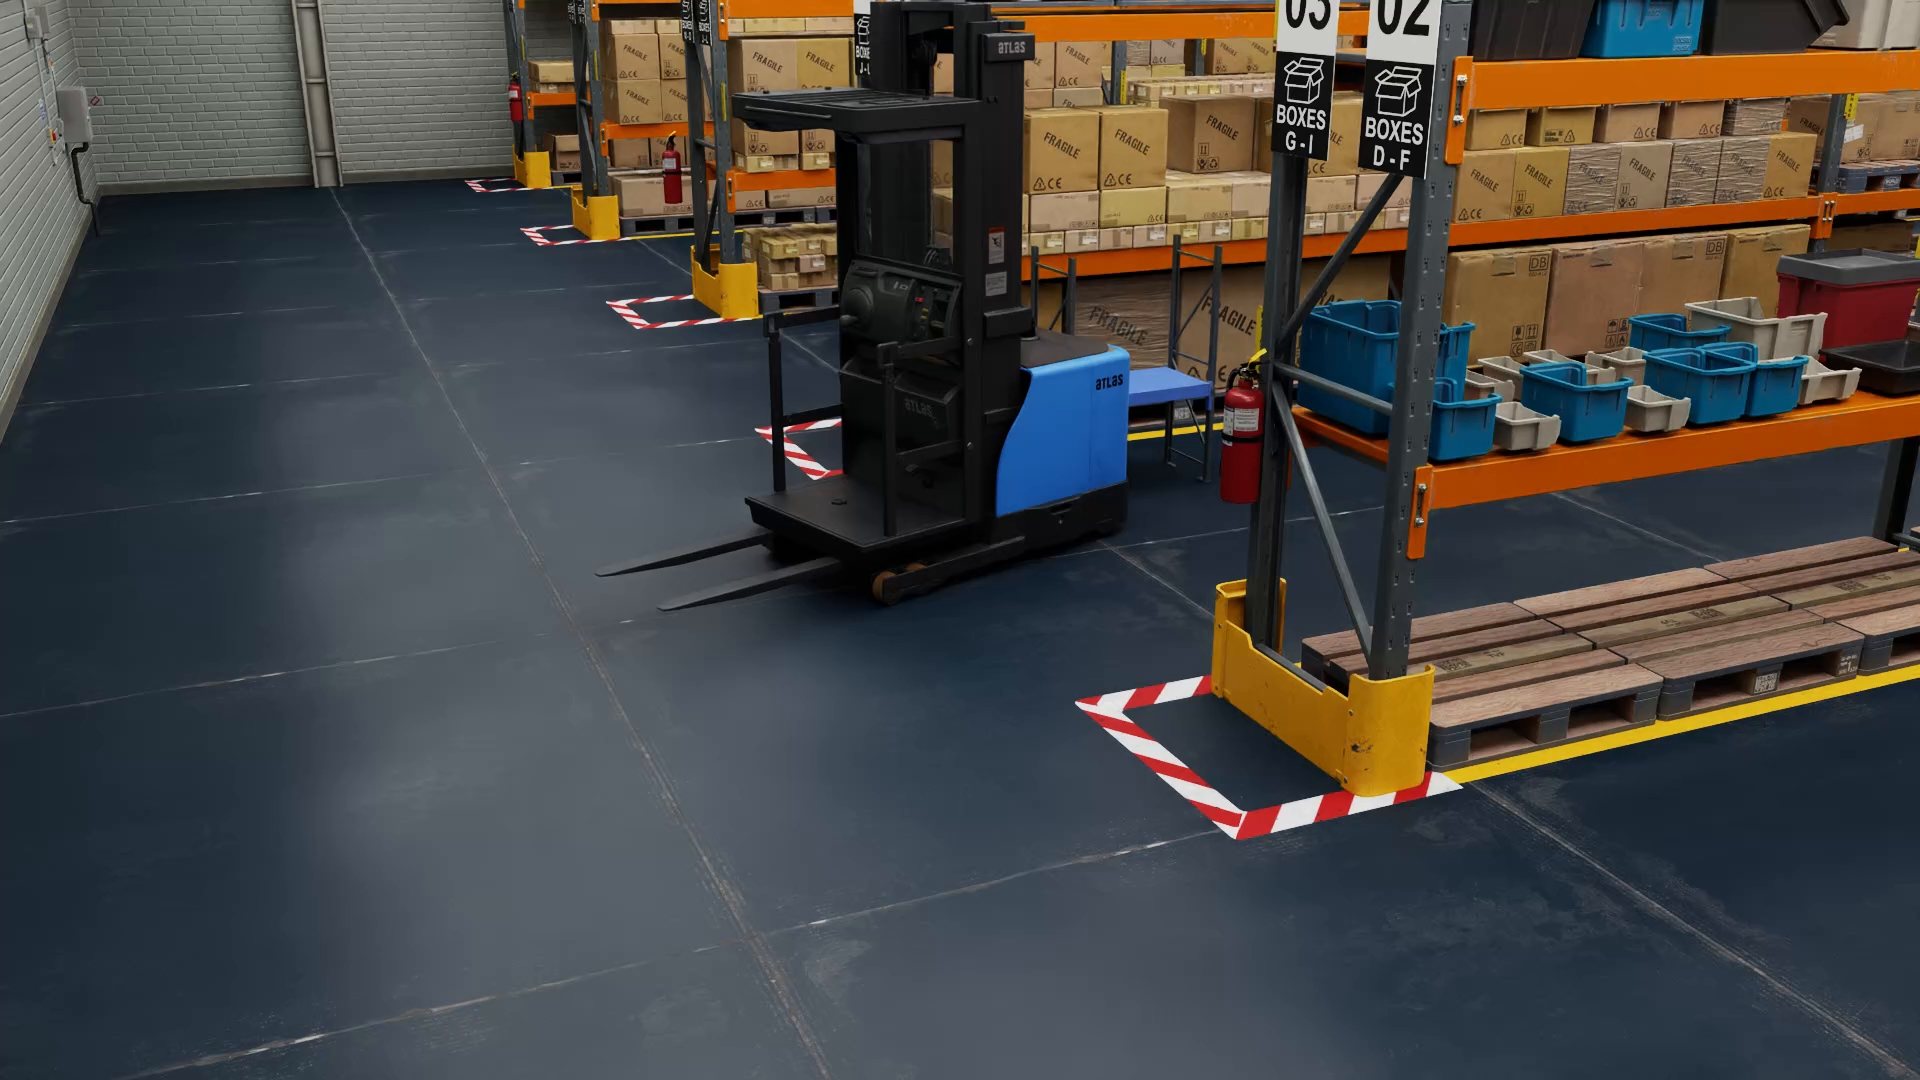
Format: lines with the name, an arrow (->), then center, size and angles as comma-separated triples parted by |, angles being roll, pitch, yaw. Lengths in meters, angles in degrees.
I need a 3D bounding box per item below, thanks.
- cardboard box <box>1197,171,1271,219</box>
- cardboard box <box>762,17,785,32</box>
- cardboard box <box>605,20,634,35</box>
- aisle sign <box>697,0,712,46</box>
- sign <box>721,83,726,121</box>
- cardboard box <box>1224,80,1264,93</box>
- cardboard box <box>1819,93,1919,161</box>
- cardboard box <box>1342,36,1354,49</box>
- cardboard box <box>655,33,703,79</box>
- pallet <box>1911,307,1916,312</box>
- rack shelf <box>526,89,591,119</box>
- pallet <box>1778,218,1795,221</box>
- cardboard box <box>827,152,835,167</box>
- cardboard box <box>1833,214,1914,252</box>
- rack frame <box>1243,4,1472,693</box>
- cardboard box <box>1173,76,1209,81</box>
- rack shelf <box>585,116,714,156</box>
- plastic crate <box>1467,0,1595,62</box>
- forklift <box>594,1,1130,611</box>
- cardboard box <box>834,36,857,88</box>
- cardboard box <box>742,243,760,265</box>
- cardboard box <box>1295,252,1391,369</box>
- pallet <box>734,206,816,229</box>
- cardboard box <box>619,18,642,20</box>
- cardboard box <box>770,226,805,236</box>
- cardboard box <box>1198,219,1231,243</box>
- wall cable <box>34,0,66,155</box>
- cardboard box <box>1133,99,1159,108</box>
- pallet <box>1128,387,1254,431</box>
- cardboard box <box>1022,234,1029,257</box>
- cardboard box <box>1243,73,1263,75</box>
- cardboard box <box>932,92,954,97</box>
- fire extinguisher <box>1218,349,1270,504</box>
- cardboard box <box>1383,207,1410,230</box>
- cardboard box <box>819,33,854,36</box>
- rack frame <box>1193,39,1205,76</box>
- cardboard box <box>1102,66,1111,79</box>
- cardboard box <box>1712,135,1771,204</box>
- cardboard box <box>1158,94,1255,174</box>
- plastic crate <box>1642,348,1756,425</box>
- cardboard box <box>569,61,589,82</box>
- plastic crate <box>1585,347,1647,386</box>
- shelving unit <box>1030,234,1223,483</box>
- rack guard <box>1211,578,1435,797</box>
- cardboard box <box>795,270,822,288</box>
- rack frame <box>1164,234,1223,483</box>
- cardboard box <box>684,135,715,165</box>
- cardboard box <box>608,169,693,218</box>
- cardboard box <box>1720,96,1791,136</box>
cardboard box -> 1.995, -2.424, 11.668 | 0.500, 0.250, 0.500 | -8, 21, -21
cardboard box -> -2.262, -6.152, 19.845 | 0.250, 0.149, 0.380 | -8, 21, -22
cardboard box -> -3.924, -5.911, 19.162 | 0.250, 0.149, 0.380 | -8, 21, -21
aisle sign -> -2.254, -4.753, 14.591 | 0.004, 0.787, 0.394 | -8, 21, -22
sign -> -2.091, -3.871, 14.696 | 0.005, 0.325, 0.100 | -8, 21, -22
cardboard box -> 2.866, -4.564, 16.817 | 0.250, 0.149, 0.380 | -8, 21, -22
cardboard box -> 7.865, -3.587, 14.411 | 0.500, 0.500, 0.700 | -5, 20, -14
cardboard box -> 5.395, -6.826, 23.162 | 0.500, 0.500, 0.500 | -7, 21, -20
cardboard box -> -3.334, -5.690, 19.508 | 0.500, 0.500, 0.500 | -9, 21, -23
pallet -> 8.748, -2.101, 15.171 | 1.213, 0.211, 1.003 | -8, 21, -22
rack shelf -> -4.492, -6.561, 24.724 | 4.000, 0.370, 1.077 | -8, 21, -22
pallet -> 9.442, -3.968, 20.473 | 1.213, 0.211, 1.003 | -8, 21, -22
cardboard box -> -1.209, -3.593, 15.589 | 0.250, 0.149, 0.380 | -7, 21, -19
cardboard box -> 7.998, -2.707, 14.666 | 0.500, 0.250, 0.500 | -6, 20, -16
rack frame -> 1.528, -0.592, 6.687 | 0.127, 3.000, 1.000 | -8, 21, -22
cardboard box -> 2.384, -4.731, 17.291 | 0.250, 0.149, 0.380 | -8, 21, -22
rack shelf -> -2.523, -5.048, 20.426 | 4.000, 0.370, 1.077 | -8, 21, -22
plastic crate -> 1.992, -1.911, 6.113 | 0.590, 0.269, 0.497 | -8, 21, -22
forklift -> -0.476, -1.248, 8.653 | 3.031, 2.935, 1.130 | -16, 25, -38
cardboard box -> -0.841, -4.395, 15.385 | 0.500, 0.500, 0.500 | -9, 21, -23
cardboard box -> -1.934, -2.778, 16.109 | 0.250, 0.149, 0.380 | -9, 21, -23
cardboard box -> 2.601, -1.762, 12.577 | 0.875, 0.875, 0.875 | -8, 21, -22
pallet -> -2.537, -4.097, 20.841 | 1.213, 0.211, 1.003 | -8, 21, -22
cardboard box -> -3.885, -6.098, 19.692 | 0.250, 0.149, 0.380 | -8, 21, -21
cardboard box -> -1.667, -2.925, 16.076 | 0.250, 0.149, 0.380 | -8, 21, -21
cardboard box -> 1.675, -2.168, 11.540 | 0.250, 0.149, 0.380 | -8, 21, -21
wall cable -> -10.100, -5.286, 18.488 | 0.122, 1.984, 0.588 | -8, 21, -22
cardboard box -> 1.911, -4.286, 16.476 | 0.250, 0.149, 0.380 | -8, 21, -21
pallet -> 1.388, -1.075, 12.258 | 1.213, 0.211, 1.003 | -8, 21, -22
cardboard box -> 0.258, -1.964, 10.962 | 0.250, 0.149, 0.380 | -8, 21, -23
cardboard box -> 3.901, -6.291, 22.619 | 0.250, 0.149, 0.380 | -10, 22, -25
cardboard box -> -0.382, -3.998, 15.762 | 0.500, 0.500, 0.500 | -9, 21, -23
fire extinguisher -> 1.210, -0.498, 7.099 | 0.183, 0.674, 0.296 | -8, 21, -22
cardboard box -> 3.089, -2.370, 12.115 | 0.250, 0.149, 0.380 | -8, 21, -22
cardboard box -> -1.045, -4.561, 15.856 | 0.500, 0.500, 0.500 | -7, 21, -19
rack frame -> 2.986, -6.177, 22.548 | 0.127, 3.000, 1.000 | -8, 21, -22
cardboard box -> 1.711, -6.059, 21.685 | 0.500, 0.250, 0.500 | -9, 21, -23
cardboard box -> 6.097, -2.998, 13.368 | 0.500, 0.500, 0.500 | -8, 21, -22
cardboard box -> 1.767, -2.934, 11.989 | 0.500, 0.500, 0.500 | -9, 21, -24
plastic crate -> 3.094, -0.647, 7.004 | 0.300, 0.233, 0.416 | -8, 21, -22
cardboard box -> -5.343, -6.751, 23.957 | 0.500, 0.250, 0.500 | -8, 21, -21
plastic crate -> 2.987, -0.781, 7.530 | 0.250, 0.136, 0.298 | -8, 21, -22
shelving unit -> 1.010, -1.072, 10.309 | 1.048, 1.500, 0.538 | -9, 21, -24
rack guard -> 1.511, 0.594, 7.082 | 0.348, 0.500, 1.175 | -8, 21, -22
cardboard box -> -1.490, -2.512, 15.801 | 0.250, 0.149, 0.380 | -8, 21, -22
rack frame -> 1.467, -1.146, 10.519 | 0.032, 1.500, 0.500 | -9, 21, -24
cardboard box -> -3.976, -5.945, 25.022 | 0.500, 0.500, 0.700 | -9, 21, -24
cardboard box -> -3.793, -4.231, 20.248 | 0.875, 0.438, 0.875 | -9, 21, -24
cardboard box -> 6.234, -3.584, 13.523 | 0.637, 0.503, 0.797 | -7, 21, -20
